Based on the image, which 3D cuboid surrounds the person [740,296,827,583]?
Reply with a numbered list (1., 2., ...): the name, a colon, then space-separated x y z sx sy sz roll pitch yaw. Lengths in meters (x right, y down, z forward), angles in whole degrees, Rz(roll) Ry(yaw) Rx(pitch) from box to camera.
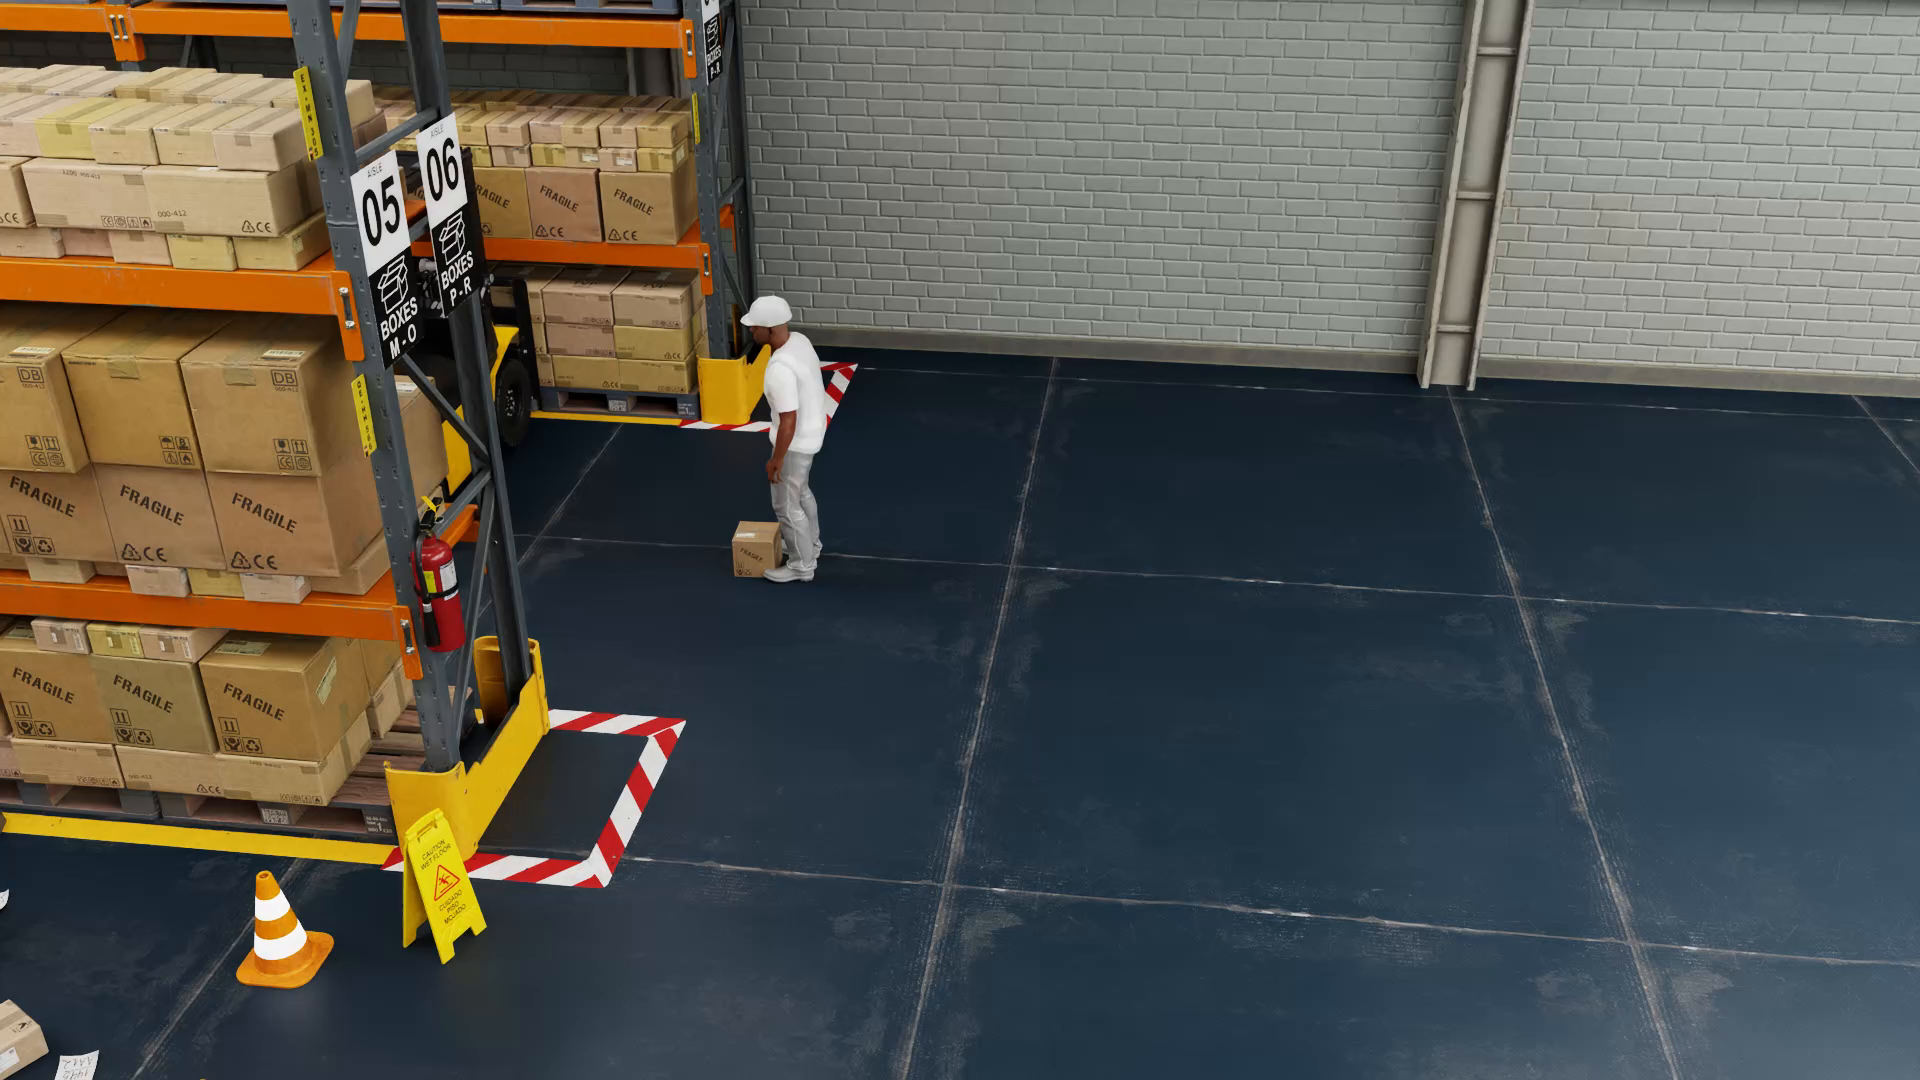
1. person: -1.005 -0.595 9.711 0.455 1.761 0.637 2 28 4
